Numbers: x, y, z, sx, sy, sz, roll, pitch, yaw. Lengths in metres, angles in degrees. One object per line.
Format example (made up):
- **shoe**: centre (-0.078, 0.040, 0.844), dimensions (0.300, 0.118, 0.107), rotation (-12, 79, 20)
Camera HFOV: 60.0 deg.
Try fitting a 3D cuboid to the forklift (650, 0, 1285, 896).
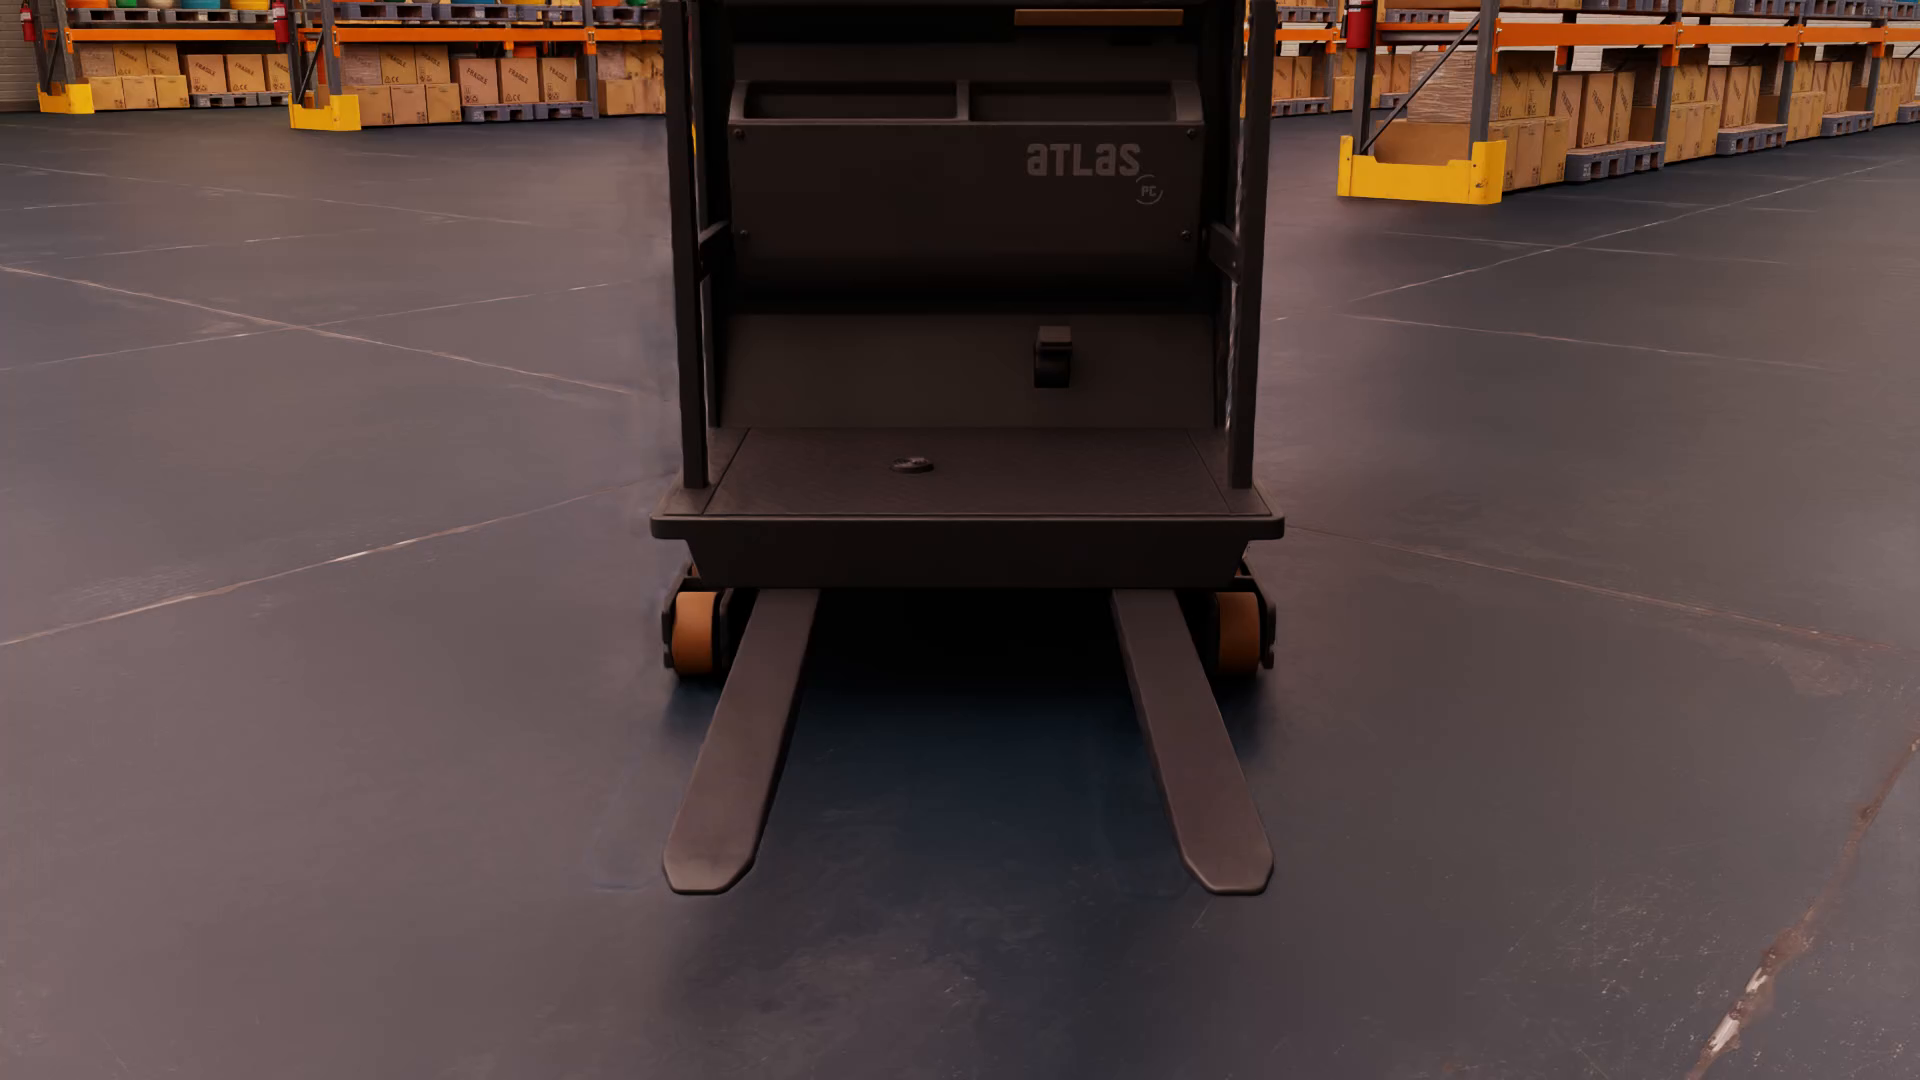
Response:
- **forklift**: centre (0.014, -1.234, 2.961), dimensions (1.130, 2.935, 3.031), rotation (0, 17, 0)
